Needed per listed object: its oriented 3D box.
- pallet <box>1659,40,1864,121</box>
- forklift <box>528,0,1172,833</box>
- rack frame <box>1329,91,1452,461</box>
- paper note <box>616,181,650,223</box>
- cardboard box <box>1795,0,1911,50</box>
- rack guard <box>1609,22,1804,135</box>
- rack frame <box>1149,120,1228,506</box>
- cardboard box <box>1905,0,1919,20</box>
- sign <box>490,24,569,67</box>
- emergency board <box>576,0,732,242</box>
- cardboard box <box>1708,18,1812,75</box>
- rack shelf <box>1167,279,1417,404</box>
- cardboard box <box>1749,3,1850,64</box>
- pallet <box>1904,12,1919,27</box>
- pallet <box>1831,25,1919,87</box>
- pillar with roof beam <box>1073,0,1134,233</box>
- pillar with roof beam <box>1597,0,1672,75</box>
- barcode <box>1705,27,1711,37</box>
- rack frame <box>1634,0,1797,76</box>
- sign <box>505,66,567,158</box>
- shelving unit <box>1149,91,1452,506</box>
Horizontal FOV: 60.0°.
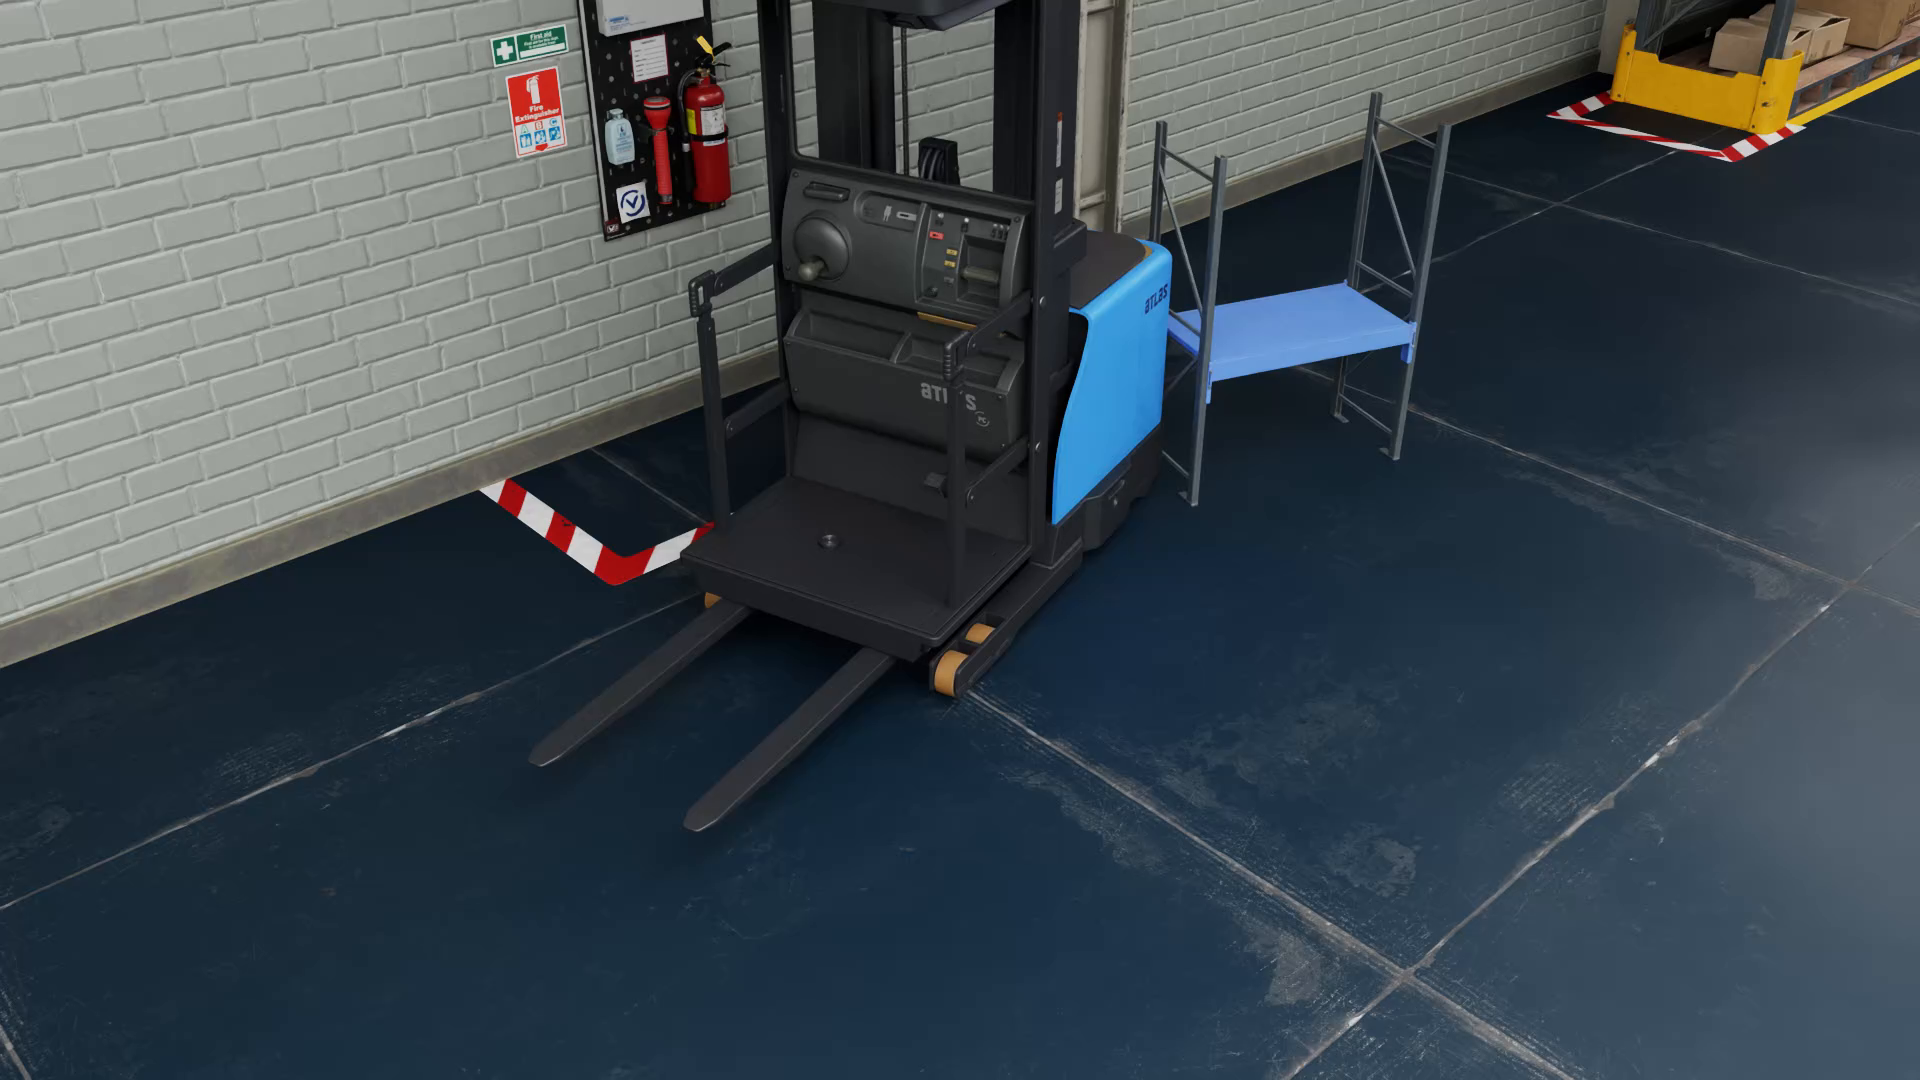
[{"bbox_3d":[5.777,-3.370,12.060,1.213,0.211,1.003,-26,40,-35],"label":"pallet"},{"bbox_3d":[-0.310,-0.969,5.525,1.130,2.935,3.031,17,35,25],"label":"forklift"},{"bbox_3d":[1.825,-1.111,7.129,0.032,1.500,0.500,-12,34,-19],"label":"rack frame"},{"bbox_3d":[-1.388,-1.435,7.066,0.142,0.148,0.016,-26,40,-35],"label":"paper note"},{"bbox_3d":[6.660,-4.034,12.446,0.700,0.500,0.500,26,40,36],"label":"cardboard box"},{"bbox_3d":[5.157,-3.219,11.535,0.348,0.500,1.175,-26,40,-35],"label":"rack guard"},{"bbox_3d":[0.889,-0.904,6.791,0.032,1.500,0.500,-12,34,-19],"label":"rack frame"},{"bbox_3d":[7.301,-4.415,13.069,0.500,0.500,0.500,26,40,35],"label":"cardboard box"},{"bbox_3d":[-1.677,-1.930,6.489,0.331,0.109,0.001,-26,40,-35],"label":"sign"},{"bbox_3d":[-1.211,-1.847,6.896,0.643,1.169,0.194,-26,40,-35],"label":"emergency board"},{"bbox_3d":[5.670,-3.510,11.771,0.500,0.311,0.500,24,39,34],"label":"cardboard box"},{"bbox_3d":[1.357,-0.854,7.054,1.000,0.185,0.538,-12,34,-19],"label":"rack shelf"},{"bbox_3d":[6.088,-3.712,12.101,0.500,0.311,0.500,-22,38,-32],"label":"cardboard box"},{"bbox_3d":[7.566,-4.236,13.475,1.213,0.211,1.003,-26,40,-35],"label":"pallet"},{"bbox_3d":[6.671,-3.801,12.764,1.213,0.211,1.003,-26,40,-35],"label":"pallet"},{"bbox_3d":[3.554,-3.622,4.047,0.400,9.000,9.100,-26,40,-35],"label":"pillar with roof beam"},{"bbox_3d":[7.954,-5.750,7.528,0.400,9.000,9.100,-26,40,-35],"label":"pillar with roof beam"},{"bbox_3d":[5.411,-3.673,12.029,0.075,0.075,0.001,-26,40,-35],"label":"barcode"},{"bbox_3d":[5.101,-4.258,10.839,0.127,3.000,1.000,-26,40,-35],"label":"rack frame"},{"bbox_3d":[-1.687,-1.706,6.630,0.234,0.329,0.001,-26,40,-35],"label":"sign"},{"bbox_3d":[1.357,-1.007,6.960,1.048,1.500,0.538,-12,34,-19],"label":"shelving unit"}]
